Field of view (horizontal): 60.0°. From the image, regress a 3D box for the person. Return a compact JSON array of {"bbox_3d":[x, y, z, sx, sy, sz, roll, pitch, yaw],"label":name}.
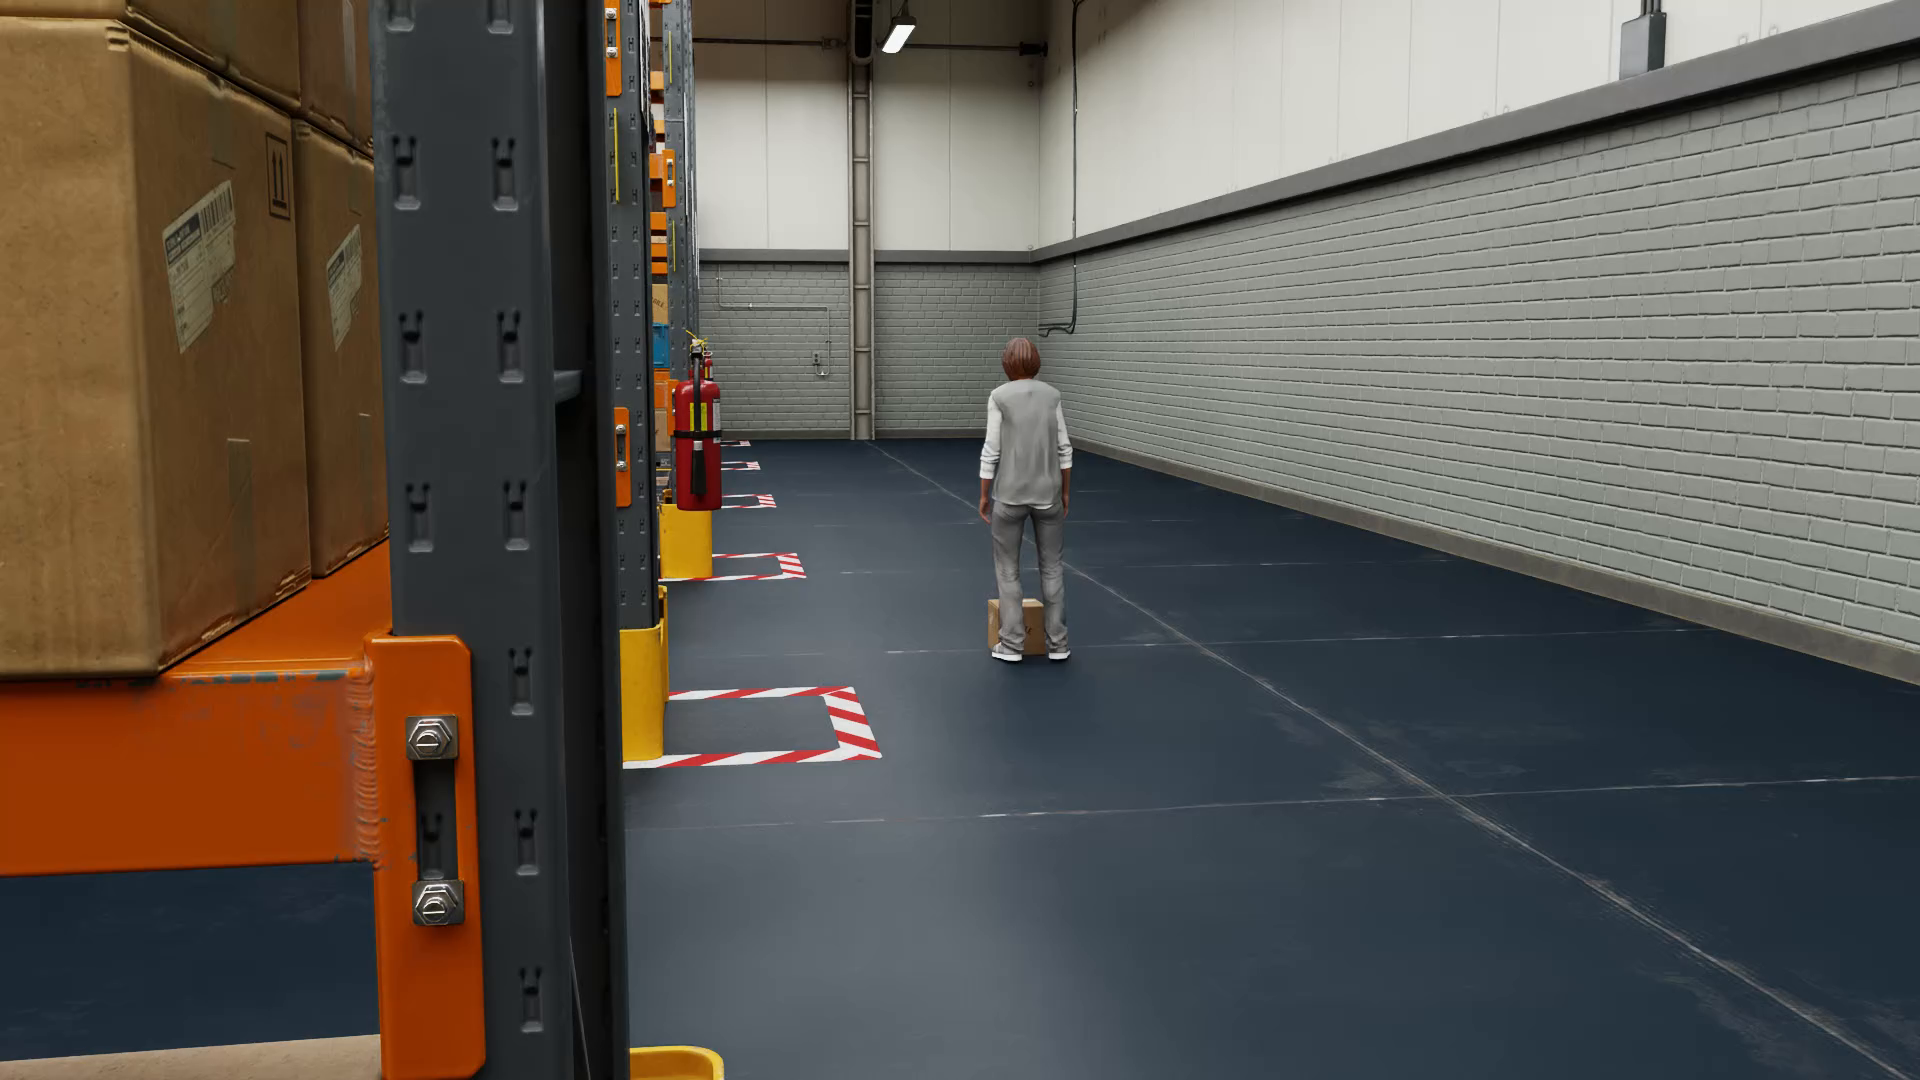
[{"bbox_3d":[0.332,-0.195,8.188,0.477,1.593,0.346,-1,7,-10],"label":"person"}]
